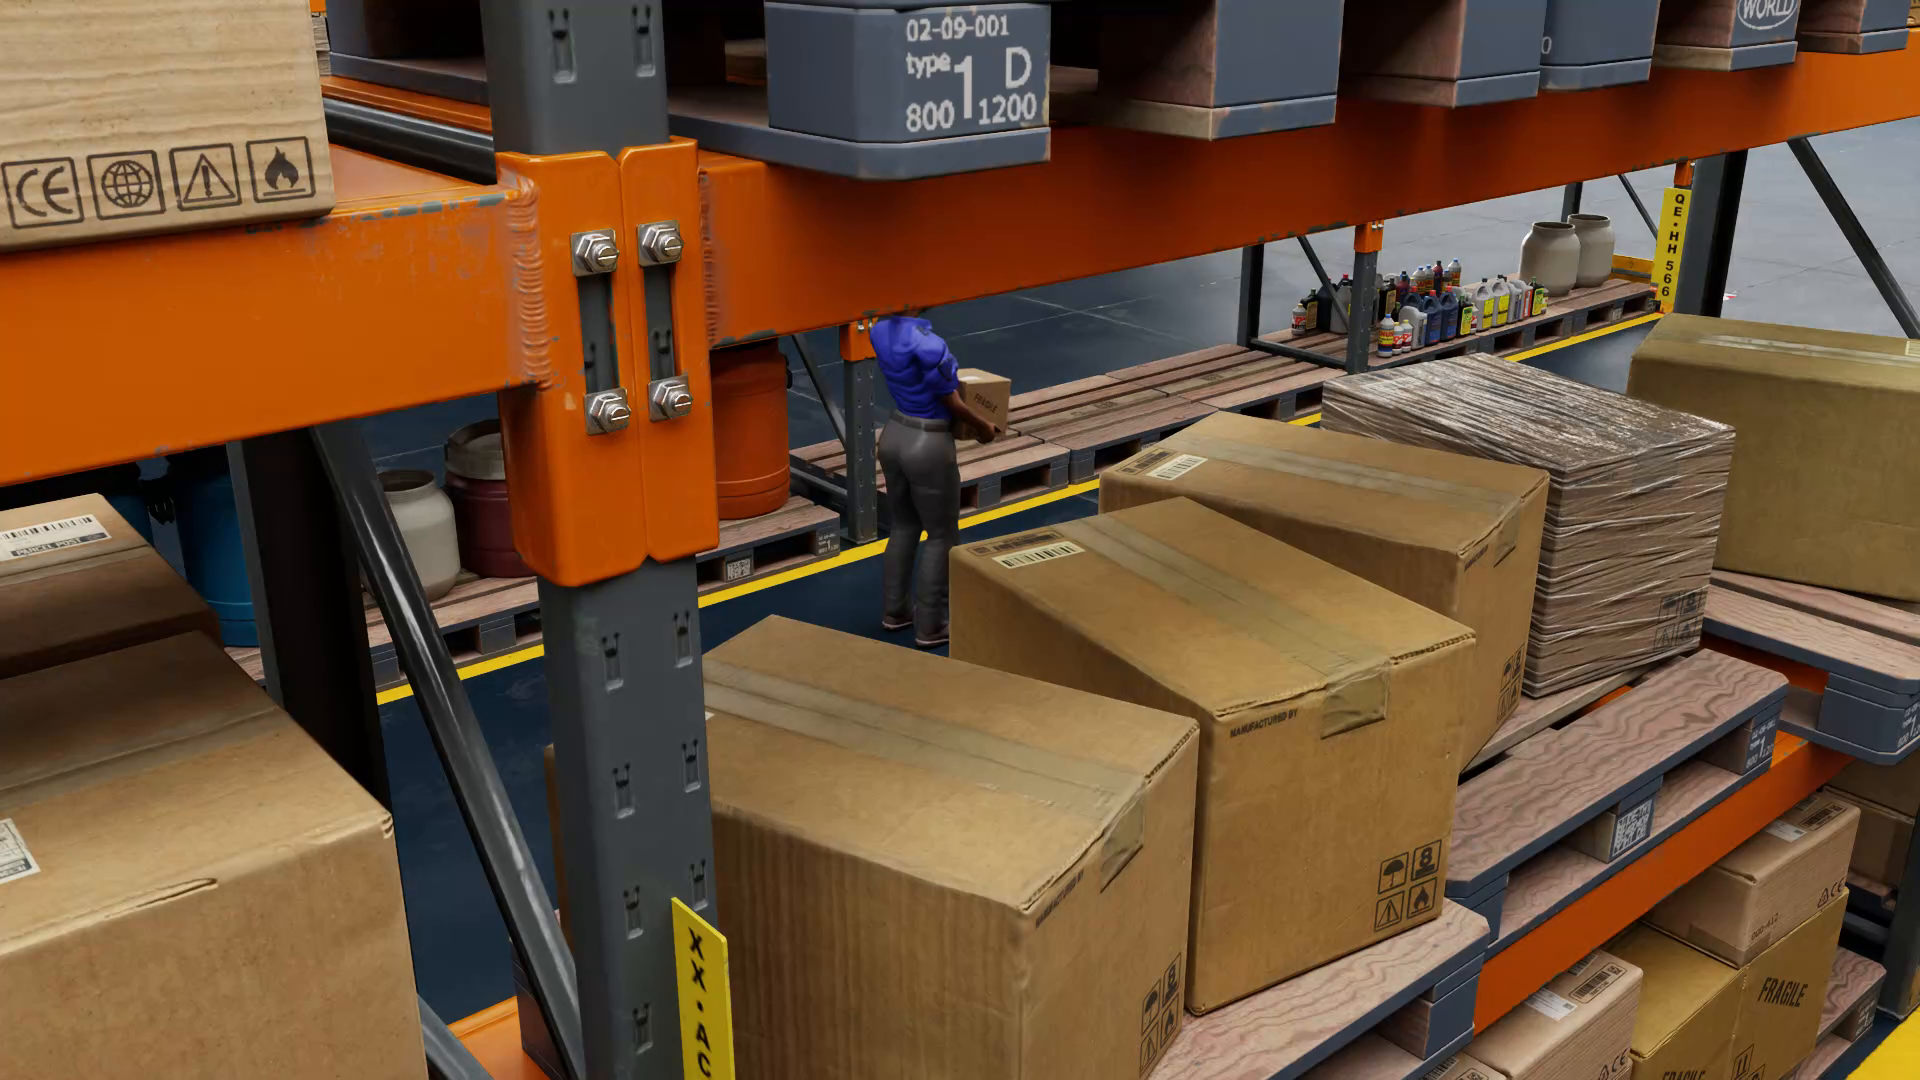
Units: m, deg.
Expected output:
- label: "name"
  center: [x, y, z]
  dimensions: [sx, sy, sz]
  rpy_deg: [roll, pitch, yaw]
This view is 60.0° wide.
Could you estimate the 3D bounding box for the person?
- label: "person"
  center: [-0.106, -0.380, 7.088]
  dimensions: [0.512, 1.650, 0.451]
  rpy_deg: [-17, 27, -36]
